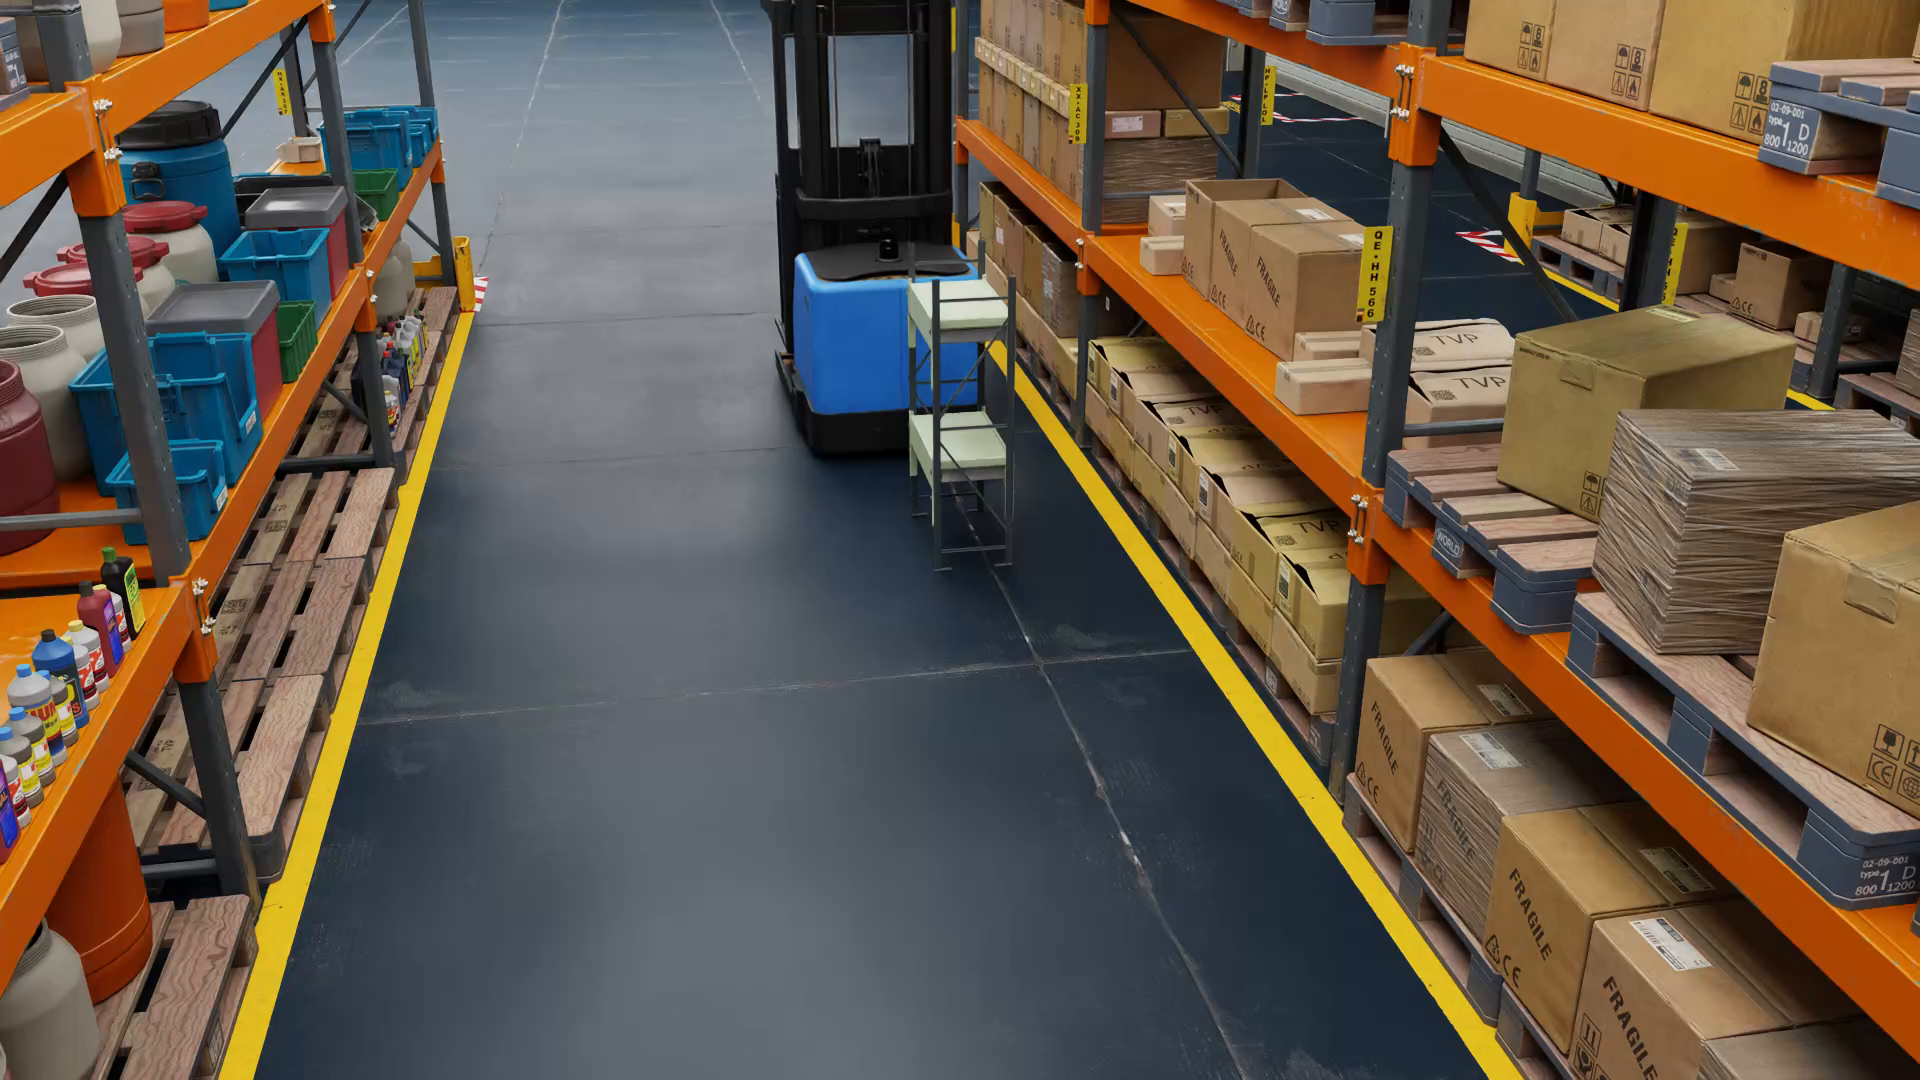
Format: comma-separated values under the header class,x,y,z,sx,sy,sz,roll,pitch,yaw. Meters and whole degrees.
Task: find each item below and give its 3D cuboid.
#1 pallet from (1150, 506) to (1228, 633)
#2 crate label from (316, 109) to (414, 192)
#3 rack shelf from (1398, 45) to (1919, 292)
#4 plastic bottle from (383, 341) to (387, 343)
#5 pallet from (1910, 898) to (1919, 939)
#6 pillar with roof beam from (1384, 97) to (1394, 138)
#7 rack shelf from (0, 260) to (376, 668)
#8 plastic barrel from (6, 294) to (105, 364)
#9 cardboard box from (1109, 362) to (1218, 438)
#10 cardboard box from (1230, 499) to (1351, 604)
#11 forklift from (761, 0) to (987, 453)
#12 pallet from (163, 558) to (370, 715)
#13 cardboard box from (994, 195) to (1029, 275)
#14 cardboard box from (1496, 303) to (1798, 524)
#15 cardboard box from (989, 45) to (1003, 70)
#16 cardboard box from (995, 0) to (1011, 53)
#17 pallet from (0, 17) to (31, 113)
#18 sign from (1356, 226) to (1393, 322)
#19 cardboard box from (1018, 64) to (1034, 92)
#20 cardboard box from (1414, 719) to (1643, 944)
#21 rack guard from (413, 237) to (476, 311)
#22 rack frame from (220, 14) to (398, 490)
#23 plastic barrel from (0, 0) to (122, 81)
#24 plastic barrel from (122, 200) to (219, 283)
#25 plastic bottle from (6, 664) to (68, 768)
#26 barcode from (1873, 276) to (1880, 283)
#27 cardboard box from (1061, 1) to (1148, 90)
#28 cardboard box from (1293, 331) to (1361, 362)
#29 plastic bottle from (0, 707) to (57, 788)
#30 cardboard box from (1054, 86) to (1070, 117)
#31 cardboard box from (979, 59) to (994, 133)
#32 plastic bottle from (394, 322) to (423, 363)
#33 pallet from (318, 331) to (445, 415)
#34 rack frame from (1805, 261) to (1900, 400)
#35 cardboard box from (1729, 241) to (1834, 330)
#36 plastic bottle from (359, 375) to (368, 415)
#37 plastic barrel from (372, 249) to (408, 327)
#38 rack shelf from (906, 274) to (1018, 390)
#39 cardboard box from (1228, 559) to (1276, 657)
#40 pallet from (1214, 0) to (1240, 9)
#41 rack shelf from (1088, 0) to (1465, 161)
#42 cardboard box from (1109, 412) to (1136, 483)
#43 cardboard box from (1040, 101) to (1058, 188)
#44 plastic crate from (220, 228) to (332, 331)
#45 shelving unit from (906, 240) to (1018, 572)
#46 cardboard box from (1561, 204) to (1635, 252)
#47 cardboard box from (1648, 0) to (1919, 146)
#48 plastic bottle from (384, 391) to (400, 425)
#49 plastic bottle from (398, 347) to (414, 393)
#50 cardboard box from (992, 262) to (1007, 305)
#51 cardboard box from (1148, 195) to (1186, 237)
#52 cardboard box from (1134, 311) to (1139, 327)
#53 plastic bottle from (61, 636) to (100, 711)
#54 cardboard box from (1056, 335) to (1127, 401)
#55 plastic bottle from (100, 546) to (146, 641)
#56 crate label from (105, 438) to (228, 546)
class,x,y,z,sx,sy,sz,roll,pitch,yaw
pallet,1.605,0.067,8.333,1.003,0.211,1.213,-4,24,-10
crate label,-3.801,-2.499,10.681,0.502,0.435,0.616,-4,24,-10
rack shelf,2.311,-0.664,3.673,1.077,0.370,4.000,-4,24,-10
plastic bottle,-3.667,-1.170,10.627,0.097,0.201,0.097,0,24,0
pallet,2.640,0.933,3.105,1.003,0.211,1.213,-4,24,-10
pillar with roof beam,0.968,-8.500,16.968,9.100,9.000,0.400,-4,24,-10
rack shelf,-3.298,-0.497,7.040,1.077,0.370,4.000,-4,24,-10
plastic barrel,-3.406,-0.646,6.342,0.421,0.512,0.421,0,24,0
cardboard box,1.120,-0.790,9.021,0.500,0.311,0.500,-5,24,-10
cardboard box,1.499,0.013,7.182,0.500,0.311,0.500,-5,24,-11
forklift,-0.643,-2.412,10.612,1.130,2.935,3.031,-5,24,-11
pallet,-3.255,0.451,7.453,1.003,0.211,1.213,-4,24,-10
cardboard box,0.541,-2.209,12.033,0.500,0.500,0.500,-4,24,-10
cardboard box,2.168,-0.404,5.279,0.700,0.500,0.500,-13,27,-27
cardboard box,0.419,-3.523,12.134,0.380,0.149,0.250,-4,24,-10
cardboard box,0.648,-3.781,11.913,0.700,0.500,0.500,-5,24,-11
pallet,-2.883,-1.020,3.827,1.003,0.211,1.213,-4,24,-10
sign,1.396,-0.894,5.602,0.100,0.325,0.005,-4,24,-10
cardboard box,0.606,-3.120,11.211,0.380,0.149,0.250,-4,24,-9
cardboard box,1.846,0.944,5.414,0.500,0.500,0.500,-5,24,-12
rack guard,-4.347,-2.015,12.739,1.175,0.500,0.348,-4,24,-10
rack frame,-3.668,-1.614,8.697,1.000,3.000,0.127,-4,24,-10
plastic barrel,-2.684,-1.611,4.804,0.421,0.512,0.421,0,24,0
plastic barrel,-3.706,-1.283,7.771,0.433,0.535,0.433,0,24,0
plastic bottle,-2.316,0.437,4.163,0.097,0.271,0.097,0,24,0
barcode,6.205,-1.780,11.251,0.001,0.075,0.075,-4,24,-10
cardboard box,1.018,-2.992,10.107,0.700,0.500,0.500,-4,24,-10
cardboard box,1.650,-0.788,7.120,0.380,0.149,0.250,-3,24,-6
plastic bottle,-2.298,0.507,4.089,0.097,0.201,0.097,0,24,0
cardboard box,0.796,-2.716,10.287,0.380,0.149,0.250,-4,24,-10
cardboard box,0.535,-3.413,12.693,0.700,0.500,0.500,-4,24,-10
plastic bottle,-3.591,-1.295,10.820,0.152,0.276,0.135,-5,24,-11
pallet,-3.980,-1.084,10.968,1.003,0.211,1.213,-4,24,-10
rack frame,6.069,-2.347,10.376,1.000,3.000,0.127,-4,24,-10
cardboard box,5.837,-1.808,11.716,0.500,0.500,0.500,-6,24,-14
plastic bottle,-3.487,-0.845,9.782,0.061,0.283,0.133,-4,24,-10
plastic barrel,-4.118,-1.789,11.682,0.421,0.512,0.421,0,24,0
rack shelf,-0.001,-1.048,8.300,0.431,0.370,0.720,-4,24,-10
cardboard box,1.505,0.271,7.293,0.500,0.250,0.500,-5,24,-10
pallet,1.518,-2.394,6.971,1.003,0.211,1.213,-3,24,-7
rack shelf,1.571,-2.237,7.275,1.077,0.370,4.000,-4,24,-10
cardboard box,1.125,-0.533,9.134,0.500,0.250,0.500,-4,24,-8
cardboard box,0.920,-2.603,10.838,0.700,0.500,0.500,-4,24,-9
plastic crate,-3.158,-1.196,7.760,0.392,0.384,0.575,-4,24,-10
shelving unit,-0.001,-0.690,8.456,0.431,1.500,0.755,-4,24,-10
cardboard box,5.369,-2.611,13.790,0.500,0.311,0.500,-7,25,-16
cardboard box,2.245,-1.252,3.995,0.910,0.500,0.500,-4,24,-10
plastic bottle,-3.333,-0.771,9.714,0.097,0.201,0.097,0,24,0
plastic bottle,-3.433,-1.061,10.276,0.061,0.283,0.133,-3,24,-7
cardboard box,0.530,-1.864,12.181,0.500,0.250,0.500,-4,24,-10
cardboard box,1.335,-1.720,9.127,0.500,0.250,0.500,-3,24,-6
cardboard box,1.323,-1.657,10.769,0.500,0.500,0.500,-4,24,-10
plastic bottle,-2.370,0.354,4.440,0.097,0.201,0.097,0,24,0
cardboard box,0.901,-1.077,10.380,0.500,0.250,0.500,-4,24,-10
plastic bottle,-2.434,0.141,4.826,0.061,0.283,0.133,-4,24,-10
crate label,-2.637,-0.157,5.571,0.303,0.233,0.416,-4,24,-10
